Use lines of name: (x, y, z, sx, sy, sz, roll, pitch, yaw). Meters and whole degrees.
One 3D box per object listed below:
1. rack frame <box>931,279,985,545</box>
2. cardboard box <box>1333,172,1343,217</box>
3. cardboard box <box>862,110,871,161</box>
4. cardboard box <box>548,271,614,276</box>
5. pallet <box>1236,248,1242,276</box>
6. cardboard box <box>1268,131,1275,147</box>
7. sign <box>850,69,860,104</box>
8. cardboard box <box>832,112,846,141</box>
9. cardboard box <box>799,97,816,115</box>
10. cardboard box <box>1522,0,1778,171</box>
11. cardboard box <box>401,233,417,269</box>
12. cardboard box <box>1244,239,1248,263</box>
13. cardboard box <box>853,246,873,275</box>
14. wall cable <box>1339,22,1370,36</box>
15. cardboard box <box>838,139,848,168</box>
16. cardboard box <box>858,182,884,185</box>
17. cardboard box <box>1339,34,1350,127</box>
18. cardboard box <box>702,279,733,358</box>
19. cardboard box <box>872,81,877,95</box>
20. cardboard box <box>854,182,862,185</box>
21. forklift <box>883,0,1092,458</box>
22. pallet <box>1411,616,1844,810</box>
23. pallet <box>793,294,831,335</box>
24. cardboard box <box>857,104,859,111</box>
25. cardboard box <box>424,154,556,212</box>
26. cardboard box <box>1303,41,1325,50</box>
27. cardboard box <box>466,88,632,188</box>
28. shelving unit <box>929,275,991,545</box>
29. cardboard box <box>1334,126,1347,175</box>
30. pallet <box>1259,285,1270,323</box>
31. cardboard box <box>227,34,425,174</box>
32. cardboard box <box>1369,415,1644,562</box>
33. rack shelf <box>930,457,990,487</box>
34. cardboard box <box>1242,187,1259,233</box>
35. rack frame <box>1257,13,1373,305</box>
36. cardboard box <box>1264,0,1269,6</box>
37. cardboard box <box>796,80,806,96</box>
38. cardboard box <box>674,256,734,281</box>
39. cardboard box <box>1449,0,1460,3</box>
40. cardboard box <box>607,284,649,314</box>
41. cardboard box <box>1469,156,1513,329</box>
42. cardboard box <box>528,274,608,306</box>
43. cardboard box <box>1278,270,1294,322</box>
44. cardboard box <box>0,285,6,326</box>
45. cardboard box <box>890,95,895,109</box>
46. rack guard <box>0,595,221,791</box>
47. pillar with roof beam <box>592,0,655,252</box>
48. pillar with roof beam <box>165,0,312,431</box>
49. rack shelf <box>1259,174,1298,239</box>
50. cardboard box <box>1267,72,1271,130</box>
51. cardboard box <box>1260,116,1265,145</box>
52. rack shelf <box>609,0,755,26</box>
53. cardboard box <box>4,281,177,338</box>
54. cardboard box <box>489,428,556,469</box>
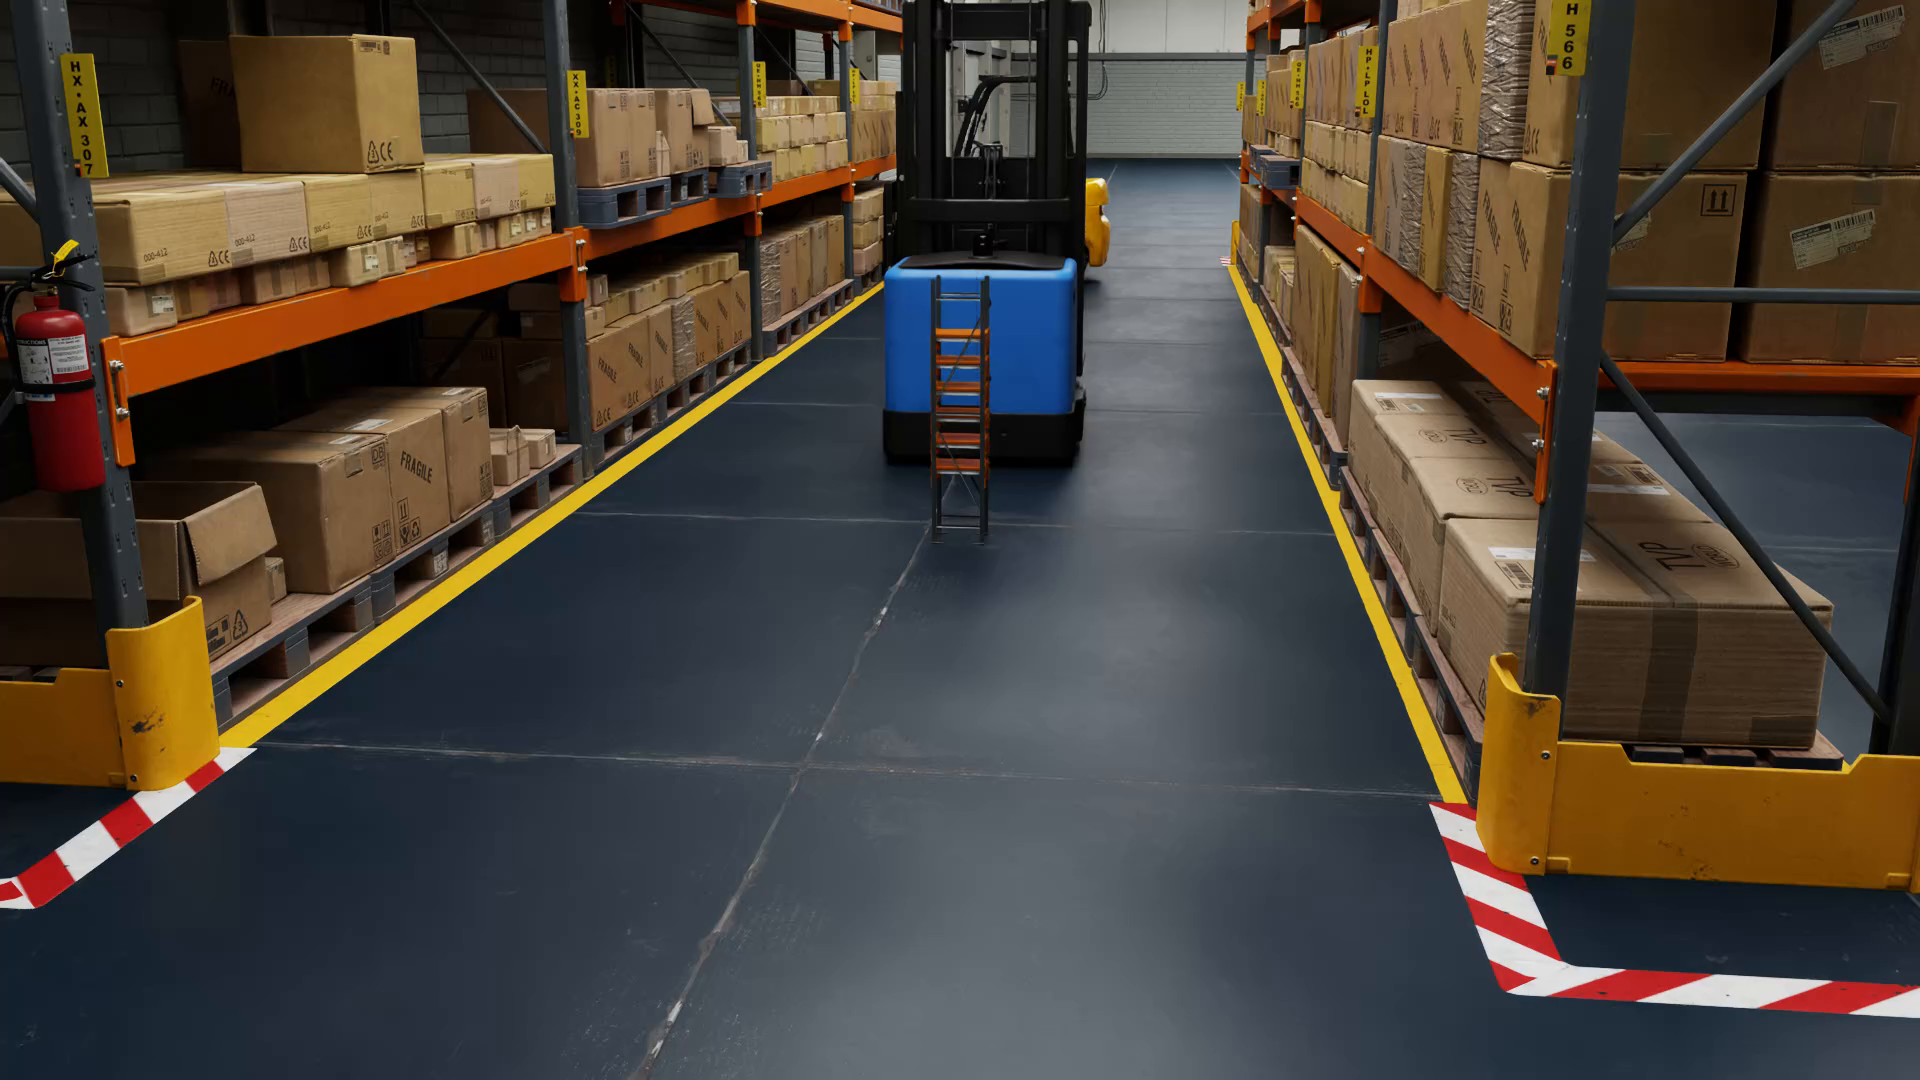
rack frame: (-0.009, -0.559, 7.432, 0.240, 1.200, 0.006, 2, 15, 6)
cardboard box: (2.407, -1.951, 9.419, 0.500, 0.250, 0.500, 1, 15, 5)
cardboard box: (-1.206, -4.149, 17.067, 0.500, 0.500, 0.500, 2, 15, 7)
cardboard box: (-2.470, -1.666, 10.819, 0.380, 0.149, 0.250, 2, 15, 7)
pallet: (3.691, -3.174, 18.997, 1.003, 0.211, 1.213, 2, 15, 6)
cardboard box: (2.961, -3.595, 14.888, 0.380, 0.149, 0.250, 2, 15, 7)
sign: (-1.018, -4.365, 15.991, 0.100, 0.325, 0.005, 2, 15, 6)
cardboard box: (-1.359, -3.892, 15.637, 0.500, 0.250, 0.500, 1, 15, 5)
cardboard box: (-1.443, -3.721, 14.241, 0.380, 0.149, 0.250, 1, 15, 5)
cardboard box: (1.838, -1.263, 4.479, 0.500, 0.500, 0.500, 2, 15, 8)
cardboard box: (-2.437, -1.172, 6.730, 0.380, 0.149, 0.250, 2, 15, 6)
cardboard box: (3.346, -3.150, 18.028, 0.500, 0.250, 0.500, 3, 15, 10)
cardboard box: (-1.174, -2.849, 16.914, 0.500, 0.250, 0.500, 2, 15, 7)
wall cable: (12.382, -17.501, 48.629, 2.305, 6.003, 0.169, 2, 15, 6)
cardboard box: (-1.355, -3.647, 15.689, 0.500, 0.250, 0.500, 2, 15, 8)
cardboard box: (-0.900, -3.992, 19.226, 0.500, 0.250, 0.500, 2, 15, 7)
cardboard box: (2.401, -2.557, 9.265, 0.500, 0.500, 0.500, 2, 15, 8)
cardboard box: (-1.910, -1.571, 11.709, 0.500, 0.500, 0.500, 1, 15, 5)
cardboard box: (-1.105, -4.903, 18.043, 0.380, 0.149, 0.250, 2, 15, 7)
cardboard box: (-1.402, -4.004, 19.272, 0.500, 0.250, 0.500, 2, 15, 6)
forklift: (0.232, -2.194, 10.162, 1.130, 2.935, 3.031, 1, 15, 5)
pallet: (2.033, 0.536, 5.274, 1.003, 0.211, 1.213, 2, 15, 6)
pallet: (-1.737, -2.002, 14.661, 1.003, 0.211, 1.213, 2, 15, 6)
cardboard box: (-1.231, -4.430, 16.863, 0.380, 0.149, 0.250, 2, 15, 6)
cardboard box: (-2.276, -1.715, 7.974, 0.500, 0.250, 0.500, 2, 15, 8)
cardboard box: (3.640, -4.495, 15.861, 0.700, 0.500, 0.500, 2, 15, 6)
cardboard box: (-2.184, -2.153, 8.880, 0.700, 0.500, 0.500, 2, 15, 8)
shelving unit: (0.002, -0.583, 7.519, 0.258, 1.200, 0.189, 2, 15, 6)
cardboard box: (2.382, -2.192, 9.353, 0.500, 0.250, 0.500, 2, 15, 8)
pallet: (3.288, -2.164, 15.262, 1.003, 0.211, 1.213, 2, 15, 6)
cardboard box: (-2.424, -1.677, 6.399, 0.500, 0.500, 0.500, 2, 15, 8)
cardboard box: (2.194, -0.211, 6.802, 0.875, 0.438, 0.875, 1, 15, 5)
rack shelf: (0.002, -0.308, 7.594, 0.258, 0.103, 0.180, 2, 15, 6)
cardboard box: (3.403, -3.644, 18.419, 0.500, 0.500, 0.500, 1, 15, 4)
rack frame: (3.375, -3.712, 15.645, 1.000, 3.000, 0.127, 2, 15, 6)
cardboard box: (3.237, -5.396, 16.607, 0.380, 0.149, 0.250, 2, 15, 8)
cardboard box: (-1.752, -4.518, 16.620, 0.380, 0.149, 0.250, 1, 15, 5)
cardboard box: (-1.813, -1.922, 11.765, 0.380, 0.149, 0.250, 1, 15, 3)
cardboard box: (1.988, -2.013, 6.010, 0.380, 0.149, 0.250, 2, 15, 6)
cardboard box: (-2.101, -1.453, 10.032, 0.380, 0.149, 0.250, 2, 15, 6)
cardboard box: (1.884, -0.911, 5.093, 0.500, 0.500, 0.500, 1, 15, 5)
cardboard box: (-2.174, -1.390, 9.226, 0.380, 0.149, 0.250, 1, 15, 4)
cardboard box: (3.072, -1.947, 13.346, 0.950, 0.372, 0.625, 1, 15, 5)
cardboard box: (-3.141, -0.718, 5.052, 0.380, 0.149, 0.250, 2, 15, 6)
cardboard box: (-0.957, -5.026, 19.067, 0.380, 0.149, 0.250, 2, 15, 7)
rack guard: (-2.903, 0.442, 5.071, 1.175, 0.500, 0.348, 2, 15, 6)
pillar with roof beam: (1.520, -5.954, 12.442, 9.100, 9.000, 0.400, 2, 15, 6)
pillar with roof beam: (0.843, -4.398, 6.687, 9.100, 9.000, 0.400, 2, 15, 6)
rack shelf: (3.149, -2.846, 13.820, 1.077, 0.370, 4.000, 2, 15, 6)
cardboard box: (2.981, -3.864, 14.639, 0.500, 0.500, 0.500, 2, 15, 6)
cardboard box: (3.178, -4.027, 16.046, 0.500, 0.500, 0.500, 1, 15, 5)
rack shelf: (-2.235, -3.402, 10.129, 1.077, 0.370, 4.000, 2, 15, 6)
cardboard box: (-2.602, -0.701, 4.990, 0.380, 0.149, 0.250, 2, 15, 6)
cardboard box: (-2.232, -0.456, 8.259, 0.380, 0.149, 0.250, 1, 15, 5)
